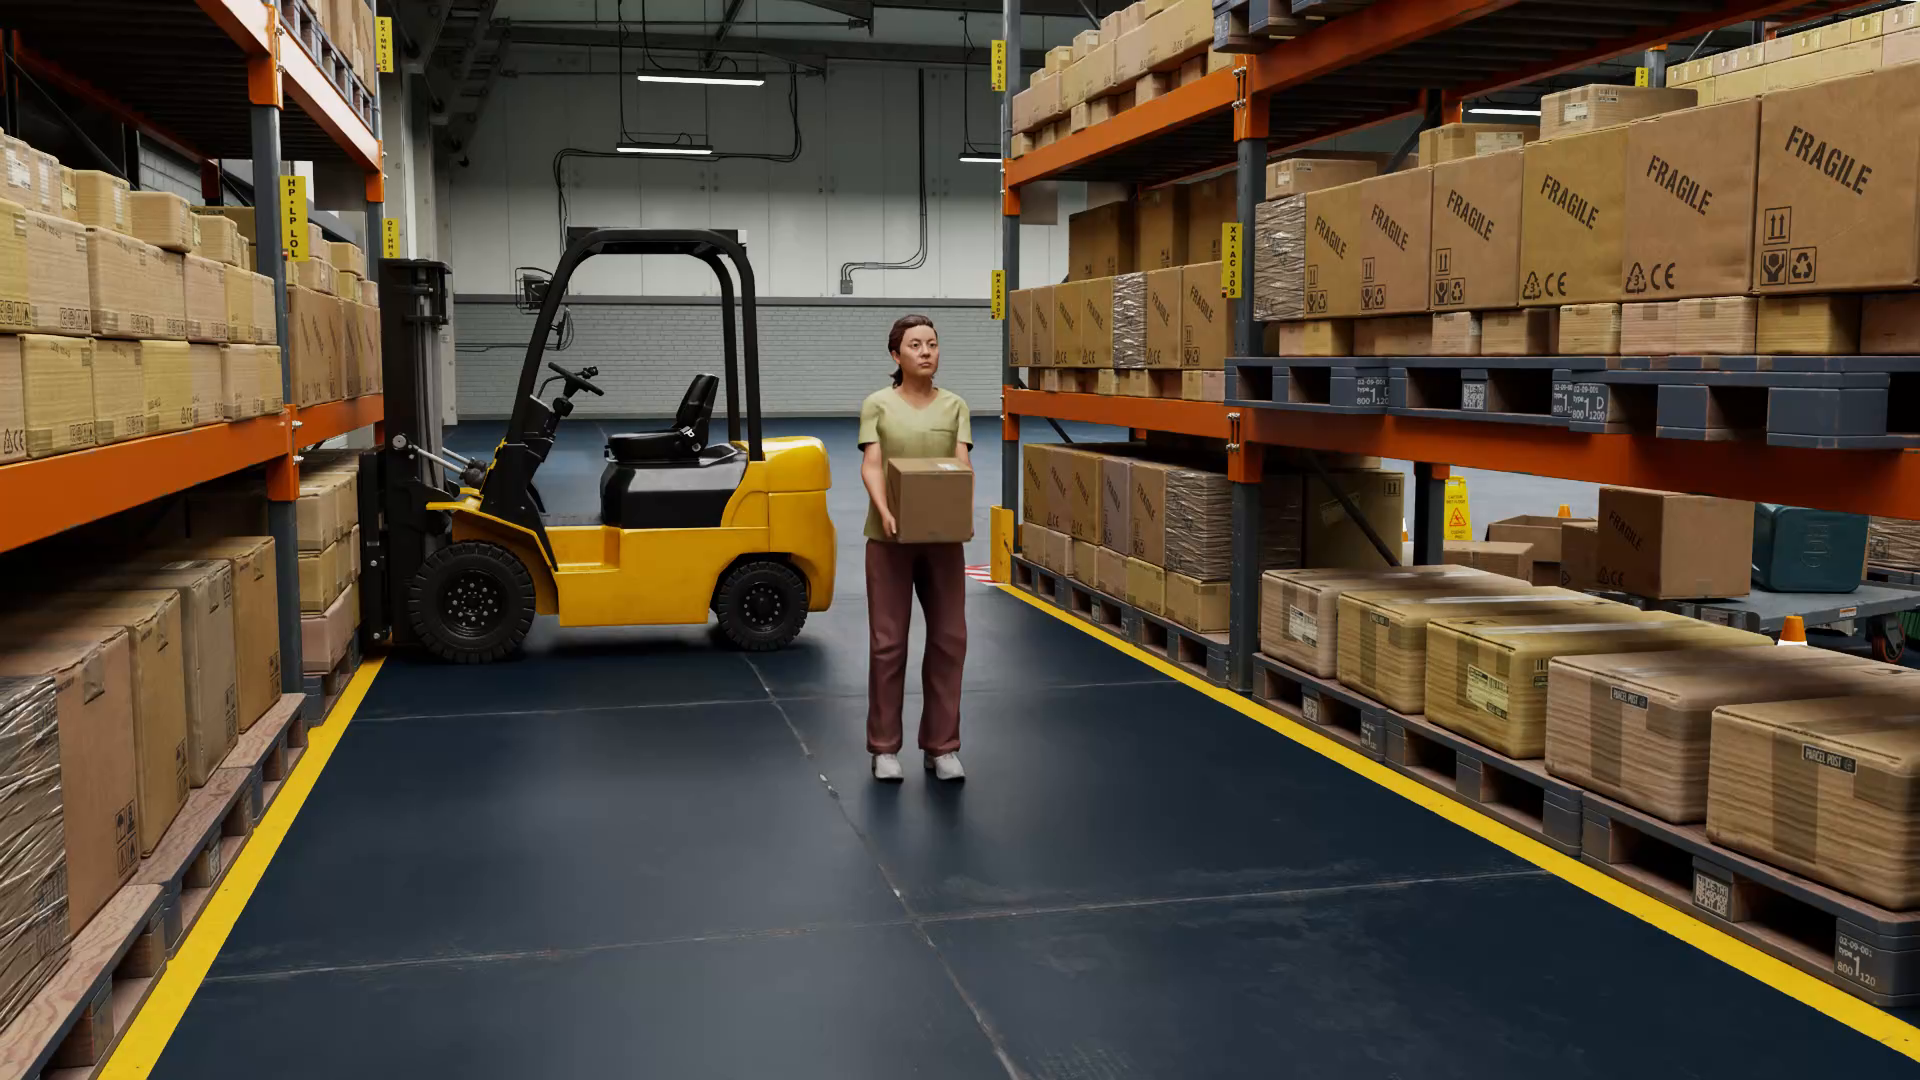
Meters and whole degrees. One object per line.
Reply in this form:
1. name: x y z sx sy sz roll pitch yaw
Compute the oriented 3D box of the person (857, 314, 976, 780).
1. person: -0.146 0.026 5.969 0.425 1.662 0.554 -1 6 -13
